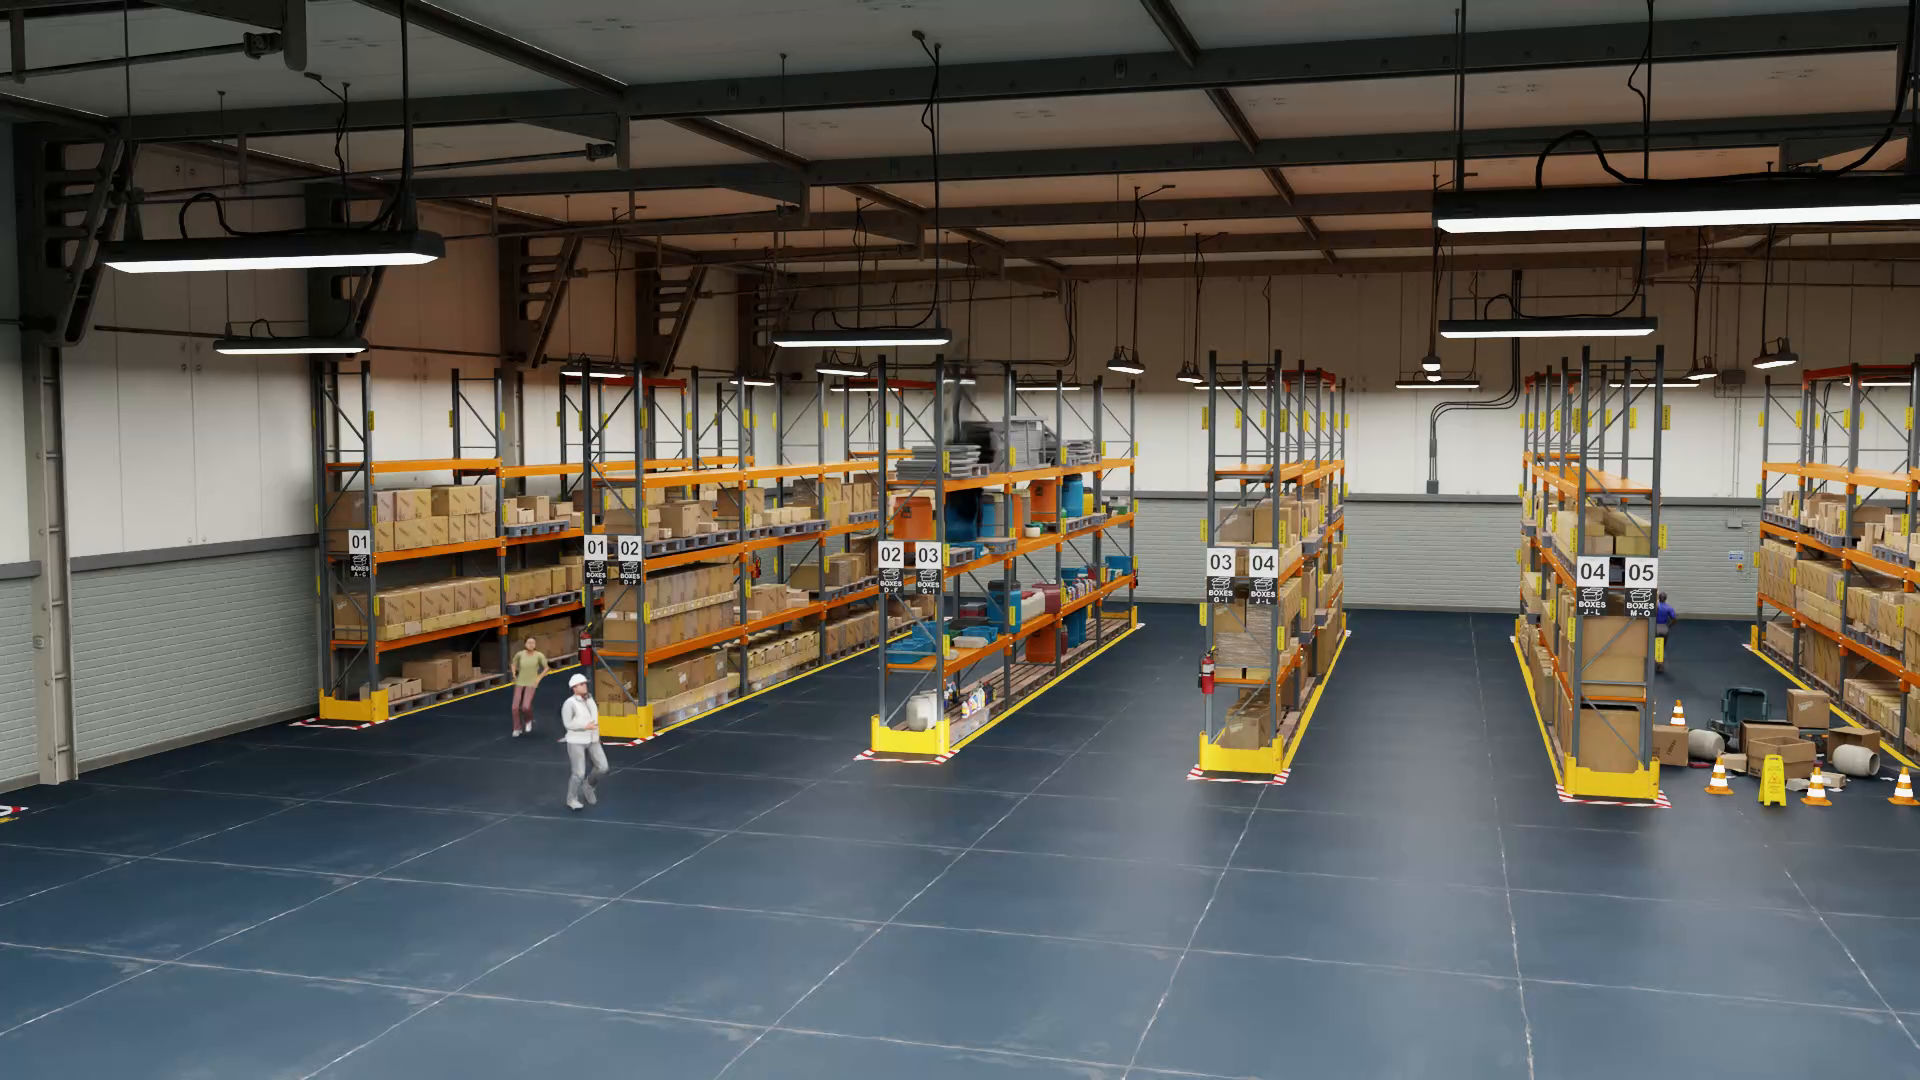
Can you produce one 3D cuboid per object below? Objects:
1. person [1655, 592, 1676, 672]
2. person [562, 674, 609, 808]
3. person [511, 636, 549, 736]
[{"bbox_3d":[13.961,1.833,33.197,0.580,1.622,0.483,1,4,7],"label":"person"},{"bbox_3d":[-4.810,2.595,21.407,0.636,1.751,0.662,3,5,36],"label":"person"},{"bbox_3d":[-6.874,2.317,26.453,0.584,1.603,0.521,0,4,1],"label":"person"}]
